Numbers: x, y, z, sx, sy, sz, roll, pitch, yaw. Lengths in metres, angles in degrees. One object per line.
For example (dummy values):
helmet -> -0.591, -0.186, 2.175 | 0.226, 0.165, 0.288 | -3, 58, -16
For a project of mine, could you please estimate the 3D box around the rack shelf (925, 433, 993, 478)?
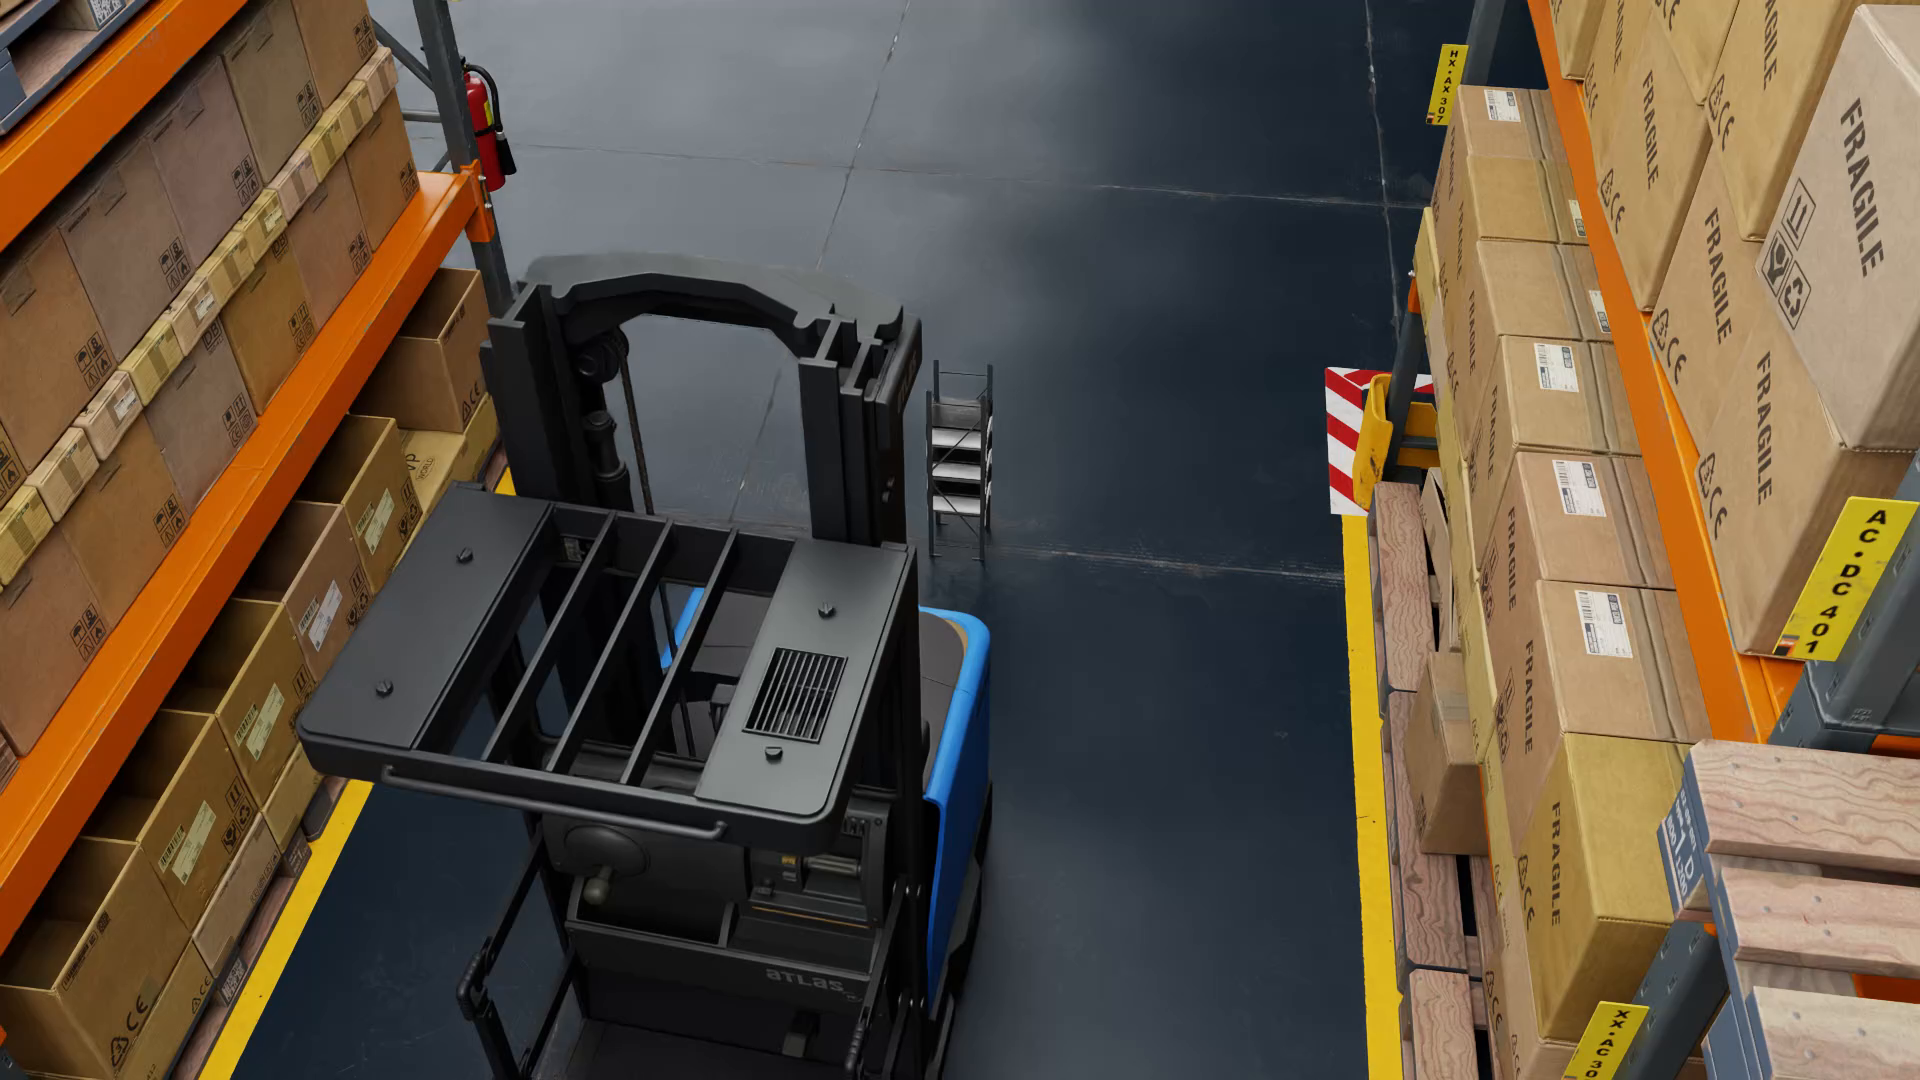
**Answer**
rack shelf -> -0.001, -0.362, 6.896 | 0.258, 0.077, 0.200 | 5, 44, 6

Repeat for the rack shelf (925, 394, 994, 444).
rack shelf -> -0.001, -0.493, 6.772 | 0.258, 0.077, 0.200 | 5, 44, 6

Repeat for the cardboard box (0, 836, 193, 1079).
cardboard box -> -2.700, 1.222, 4.927 | 0.500, 0.500, 0.500 | 5, 44, 6

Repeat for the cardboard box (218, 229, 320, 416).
cardboard box -> -2.753, -0.813, 5.854 | 0.700, 0.500, 0.500 | 6, 44, 6

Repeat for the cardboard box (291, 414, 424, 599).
cardboard box -> -2.436, -0.141, 6.366 | 0.500, 0.500, 0.500 | 5, 44, 6

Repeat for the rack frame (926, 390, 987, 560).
rack frame -> -0.015, -0.252, 6.862 | 0.240, 0.900, 0.006 | 5, 44, 6

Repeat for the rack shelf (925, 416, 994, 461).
rack shelf -> -0.001, -0.428, 6.834 | 0.258, 0.077, 0.200 | 5, 44, 6

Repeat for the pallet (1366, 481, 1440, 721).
pallet -> 2.216, 0.273, 6.809 | 1.003, 0.211, 1.213 | 5, 44, 6

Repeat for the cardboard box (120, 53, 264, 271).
cardboard box -> -2.754, -1.242, 5.364 | 0.700, 0.500, 0.500 | 5, 44, 6

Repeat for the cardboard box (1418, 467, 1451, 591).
cardboard box -> 2.187, -0.062, 6.770 | 0.500, 0.311, 0.500 | 1, 43, 1

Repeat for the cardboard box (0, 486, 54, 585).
cardboard box -> -2.745, -0.027, 4.553 | 0.380, 0.149, 0.250 | 5, 44, 5

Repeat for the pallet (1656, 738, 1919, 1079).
pallet -> 1.652, 0.774, 2.206 | 1.213, 0.211, 1.003 | 5, 44, 6

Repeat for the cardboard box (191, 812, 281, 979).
cardboard box -> -2.638, 1.153, 5.545 | 0.500, 0.250, 0.500 | 5, 44, 6

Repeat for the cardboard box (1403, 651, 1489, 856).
cardboard box -> 1.965, 0.753, 5.771 | 0.700, 0.500, 0.500 | 3, 44, 3

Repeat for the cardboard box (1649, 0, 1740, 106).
cardboard box -> 1.757, -1.209, 3.350 | 0.500, 0.500, 0.500 | 4, 44, 4

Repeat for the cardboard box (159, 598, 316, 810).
cardboard box -> -2.568, 0.541, 5.646 | 0.500, 0.500, 0.500 | 5, 44, 6

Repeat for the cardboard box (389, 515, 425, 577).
cardboard box -> -2.439, 0.131, 6.624 | 0.500, 0.250, 0.500 | 5, 44, 6

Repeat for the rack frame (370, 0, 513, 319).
rack frame -> -2.543, -1.790, 6.959 | 1.000, 3.000, 0.127 | 5, 44, 6

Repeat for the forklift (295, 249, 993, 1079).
forklift -> -0.685, 0.889, 4.179 | 1.130, 2.935, 3.031 | 8, 44, 8

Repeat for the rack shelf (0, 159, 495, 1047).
rack shelf -> -2.807, -0.166, 5.767 | 1.077, 0.370, 4.000 | 5, 44, 6

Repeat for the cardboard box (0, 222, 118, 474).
cardboard box -> -2.887, -0.560, 4.644 | 0.700, 0.500, 0.500 | 5, 44, 5

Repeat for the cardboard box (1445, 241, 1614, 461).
cardboard box -> 1.857, -0.582, 5.232 | 0.500, 0.500, 0.500 | 4, 44, 4

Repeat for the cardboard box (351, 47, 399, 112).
cardboard box -> -2.404, -1.784, 6.408 | 0.380, 0.149, 0.250 | 5, 44, 5

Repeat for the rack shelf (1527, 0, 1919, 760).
rack shelf -> 2.104, -0.807, 4.262 | 1.077, 0.370, 4.000 | 5, 44, 6

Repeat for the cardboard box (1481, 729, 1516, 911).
cardboard box -> 1.675, 0.742, 4.379 | 0.500, 0.250, 0.500 | 5, 44, 6

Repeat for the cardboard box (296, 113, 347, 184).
cardboard box -> -2.471, -1.431, 6.036 | 0.380, 0.149, 0.250 | 5, 44, 5

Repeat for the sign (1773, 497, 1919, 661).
sign -> 1.300, 0.063, 2.444 | 0.100, 0.325, 0.005 | 5, 44, 6

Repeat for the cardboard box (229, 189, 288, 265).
cardboard box -> -2.541, -1.081, 5.666 | 0.380, 0.149, 0.250 | 6, 44, 7

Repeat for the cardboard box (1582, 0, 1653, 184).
cardboard box -> 1.855, -1.186, 4.052 | 0.500, 0.500, 0.500 | 8, 44, 8

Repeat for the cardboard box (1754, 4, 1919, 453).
cardboard box -> 1.637, -0.478, 2.577 | 0.500, 0.500, 0.500 | 2, 43, 2

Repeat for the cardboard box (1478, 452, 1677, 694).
cardboard box -> 1.733, 0.125, 4.485 | 0.500, 0.500, 0.500 | 4, 44, 4

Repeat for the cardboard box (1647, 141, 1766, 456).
cardboard box -> 1.740, -0.459, 3.284 | 0.500, 0.500, 0.500 | 2, 43, 2

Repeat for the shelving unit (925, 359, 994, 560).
shelving unit -> -0.001, -0.321, 6.935 | 0.258, 0.900, 0.210 | 5, 44, 6

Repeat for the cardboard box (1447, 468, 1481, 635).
cardboard box -> 1.792, 0.055, 5.105 | 0.500, 0.250, 0.500 | 6, 44, 6

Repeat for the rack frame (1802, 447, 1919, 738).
rack frame -> 1.839, -0.795, 1.544 | 1.000, 3.000, 0.127 | 5, 44, 6

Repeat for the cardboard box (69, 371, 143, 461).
cardboard box -> -2.678, -0.380, 4.925 | 0.380, 0.149, 0.250 | 4, 44, 4

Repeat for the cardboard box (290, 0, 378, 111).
cardboard box -> -2.624, -1.944, 6.106 | 0.700, 0.500, 0.500 | 5, 44, 6

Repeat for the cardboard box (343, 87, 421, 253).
cardboard box -> -2.617, -1.509, 6.590 | 0.700, 0.500, 0.500 | 5, 44, 6

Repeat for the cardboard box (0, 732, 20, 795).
cardboard box -> -3.019, 0.597, 4.365 | 0.700, 0.500, 0.500 | 4, 44, 4

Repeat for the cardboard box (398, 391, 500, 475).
cardboard box -> -2.321, -0.552, 7.345 | 0.500, 0.250, 0.500 | 5, 44, 6

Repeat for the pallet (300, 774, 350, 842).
pallet -> -2.766, 0.577, 6.487 | 1.003, 0.211, 1.213 | 5, 44, 6

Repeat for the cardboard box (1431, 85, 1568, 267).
cardboard box -> 2.007, -1.269, 5.958 | 0.500, 0.500, 0.500 | 5, 44, 6

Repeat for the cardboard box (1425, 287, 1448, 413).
cardboard box -> 1.934, -0.636, 5.835 | 0.500, 0.250, 0.500 | 4, 44, 4

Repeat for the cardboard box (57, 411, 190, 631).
cardboard box -> -2.886, -0.105, 5.106 | 0.700, 0.500, 0.500 | 6, 44, 6

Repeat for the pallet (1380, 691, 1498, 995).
pallet -> 2.052, 1.102, 5.933 | 1.003, 0.211, 1.213 | 5, 44, 6

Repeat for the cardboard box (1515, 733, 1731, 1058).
cardboard box -> 1.595, 0.808, 3.764 | 0.500, 0.500, 0.500 | 5, 44, 5

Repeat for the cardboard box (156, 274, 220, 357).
cardboard box -> -2.607, -0.727, 5.291 | 0.380, 0.149, 0.250 | 5, 44, 5
